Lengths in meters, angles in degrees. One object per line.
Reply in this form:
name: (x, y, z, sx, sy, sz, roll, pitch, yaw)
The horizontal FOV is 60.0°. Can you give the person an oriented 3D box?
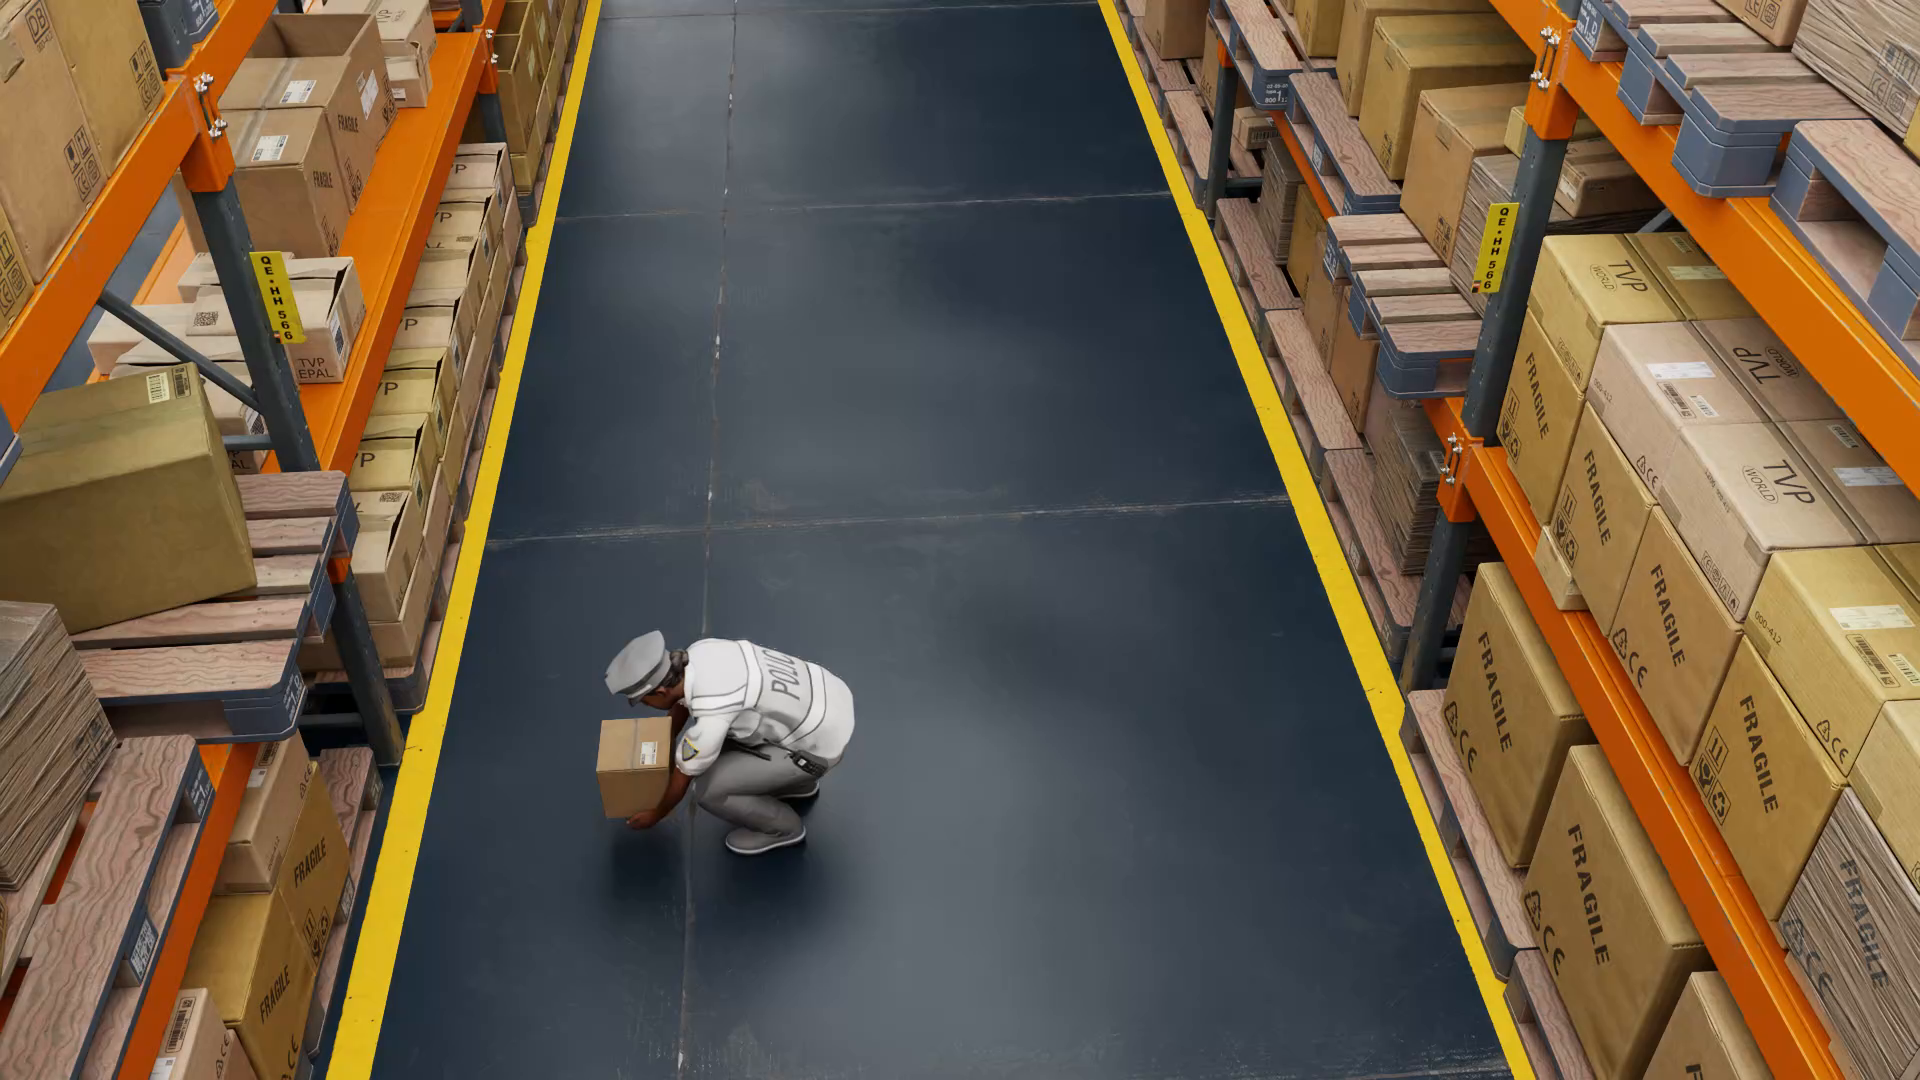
person: (-0.790, 0.683, 5.877, 0.836, 0.968, 0.484, -3, 39, -4)
